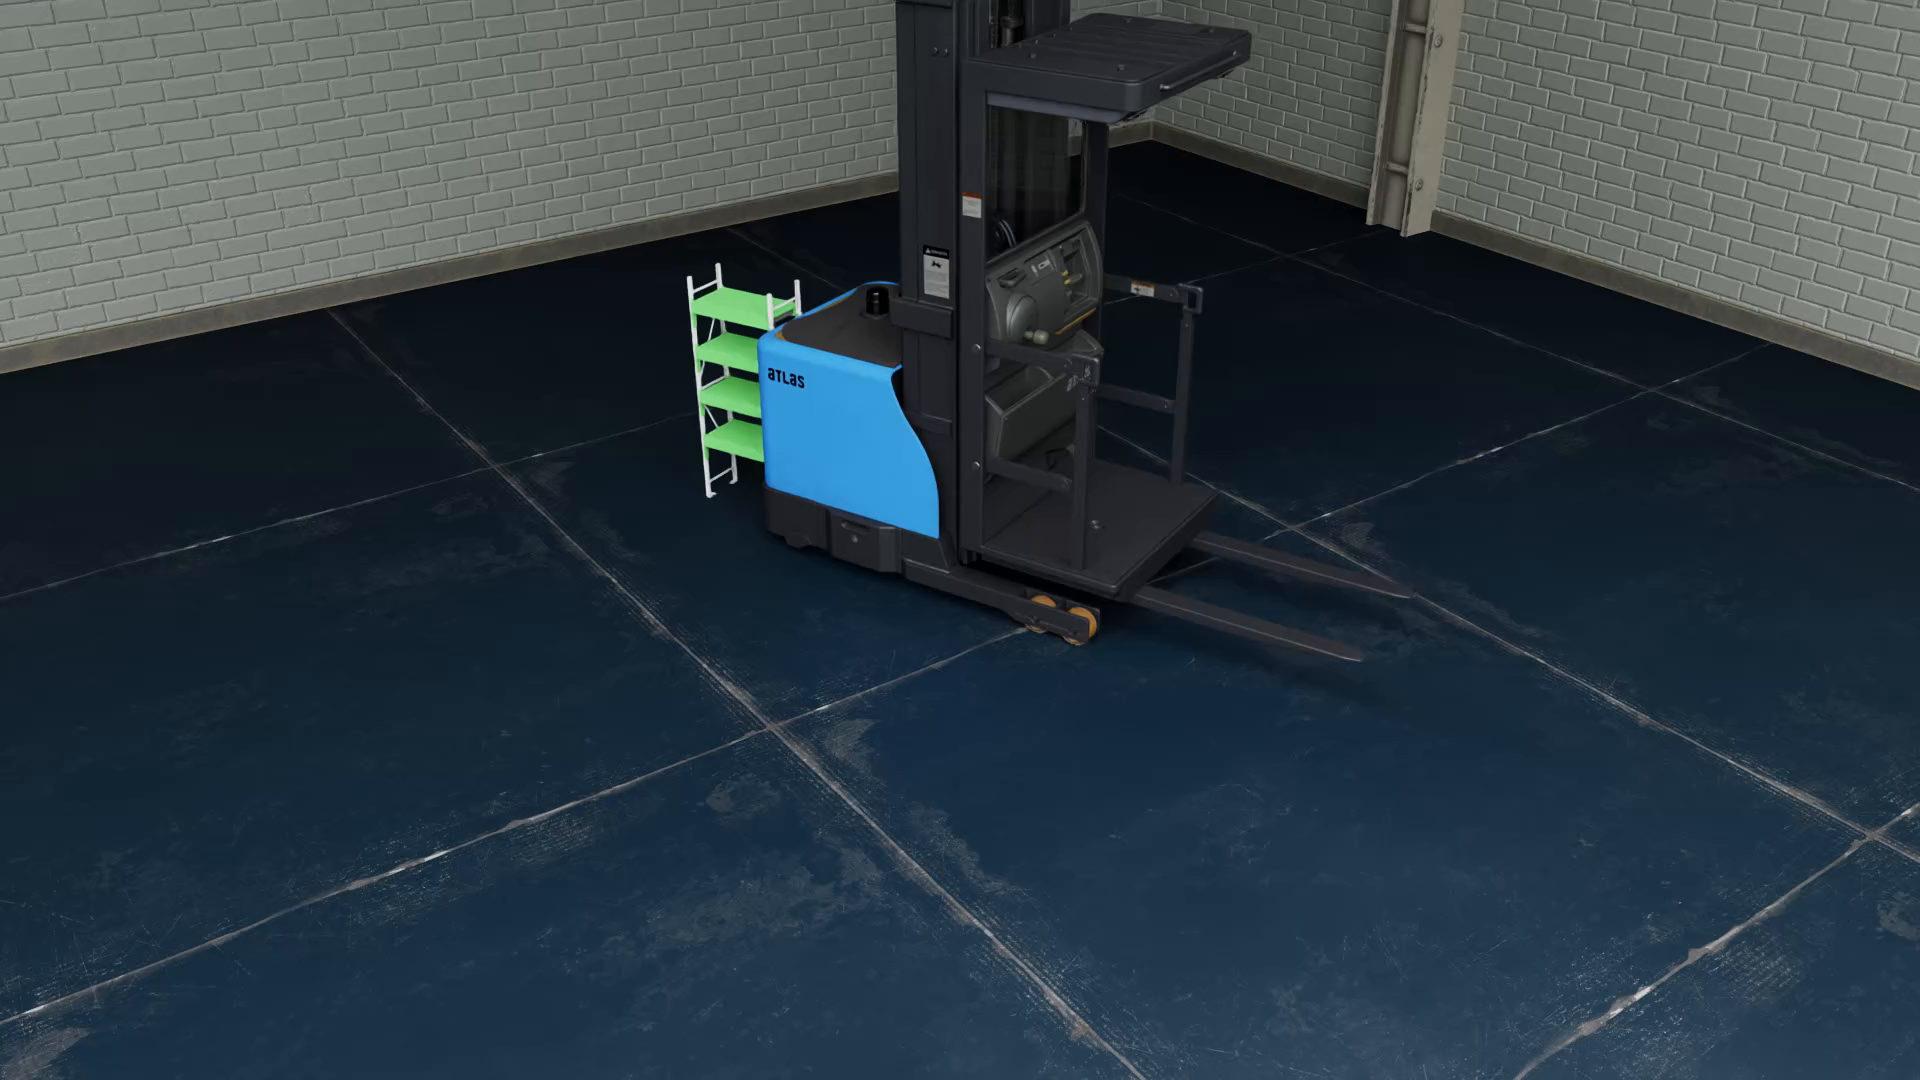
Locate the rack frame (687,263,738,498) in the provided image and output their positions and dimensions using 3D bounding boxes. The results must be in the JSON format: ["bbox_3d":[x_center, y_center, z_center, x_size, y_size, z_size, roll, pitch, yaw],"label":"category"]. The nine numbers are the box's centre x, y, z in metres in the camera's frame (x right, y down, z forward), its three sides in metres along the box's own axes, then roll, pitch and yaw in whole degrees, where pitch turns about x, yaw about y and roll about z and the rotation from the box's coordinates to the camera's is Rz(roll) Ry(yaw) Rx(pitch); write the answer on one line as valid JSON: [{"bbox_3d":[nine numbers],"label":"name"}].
[{"bbox_3d":[-1.255,-0.799,8.464,0.015,1.200,0.240,16,32,28],"label":"rack frame"}]

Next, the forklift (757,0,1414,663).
[{"bbox_3d":[0.554,-1.111,7.224,3.031,2.935,1.130,17,33,28],"label":"forklift"}]

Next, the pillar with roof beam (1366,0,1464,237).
[{"bbox_3d":[-0.173,-5.146,8.296,9.100,9.000,0.400,-19,34,-31],"label":"pillar with roof beam"}]

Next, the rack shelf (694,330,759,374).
[{"bbox_3d":[-1.049,-0.895,8.267,0.480,0.148,0.258,16,32,28],"label":"rack shelf"}]

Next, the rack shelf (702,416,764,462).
[{"bbox_3d":[-1.045,-0.472,8.493,0.480,0.148,0.258,16,32,28],"label":"rack shelf"}]

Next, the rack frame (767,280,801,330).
[{"bbox_3d":[-0.840,-0.681,8.236,0.015,1.200,0.240,16,32,28],"label":"rack frame"}]

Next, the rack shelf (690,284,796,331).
[{"bbox_3d":[-1.052,-1.107,8.153,0.480,0.148,0.258,16,32,28],"label":"rack shelf"}]

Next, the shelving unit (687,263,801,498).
[{"bbox_3d":[-1.048,-0.740,8.350,0.503,1.200,0.258,16,32,28],"label":"shelving unit"}]

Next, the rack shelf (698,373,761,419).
[{"bbox_3d":[-1.047,-0.684,8.380,0.480,0.148,0.258,16,32,28],"label":"rack shelf"}]
